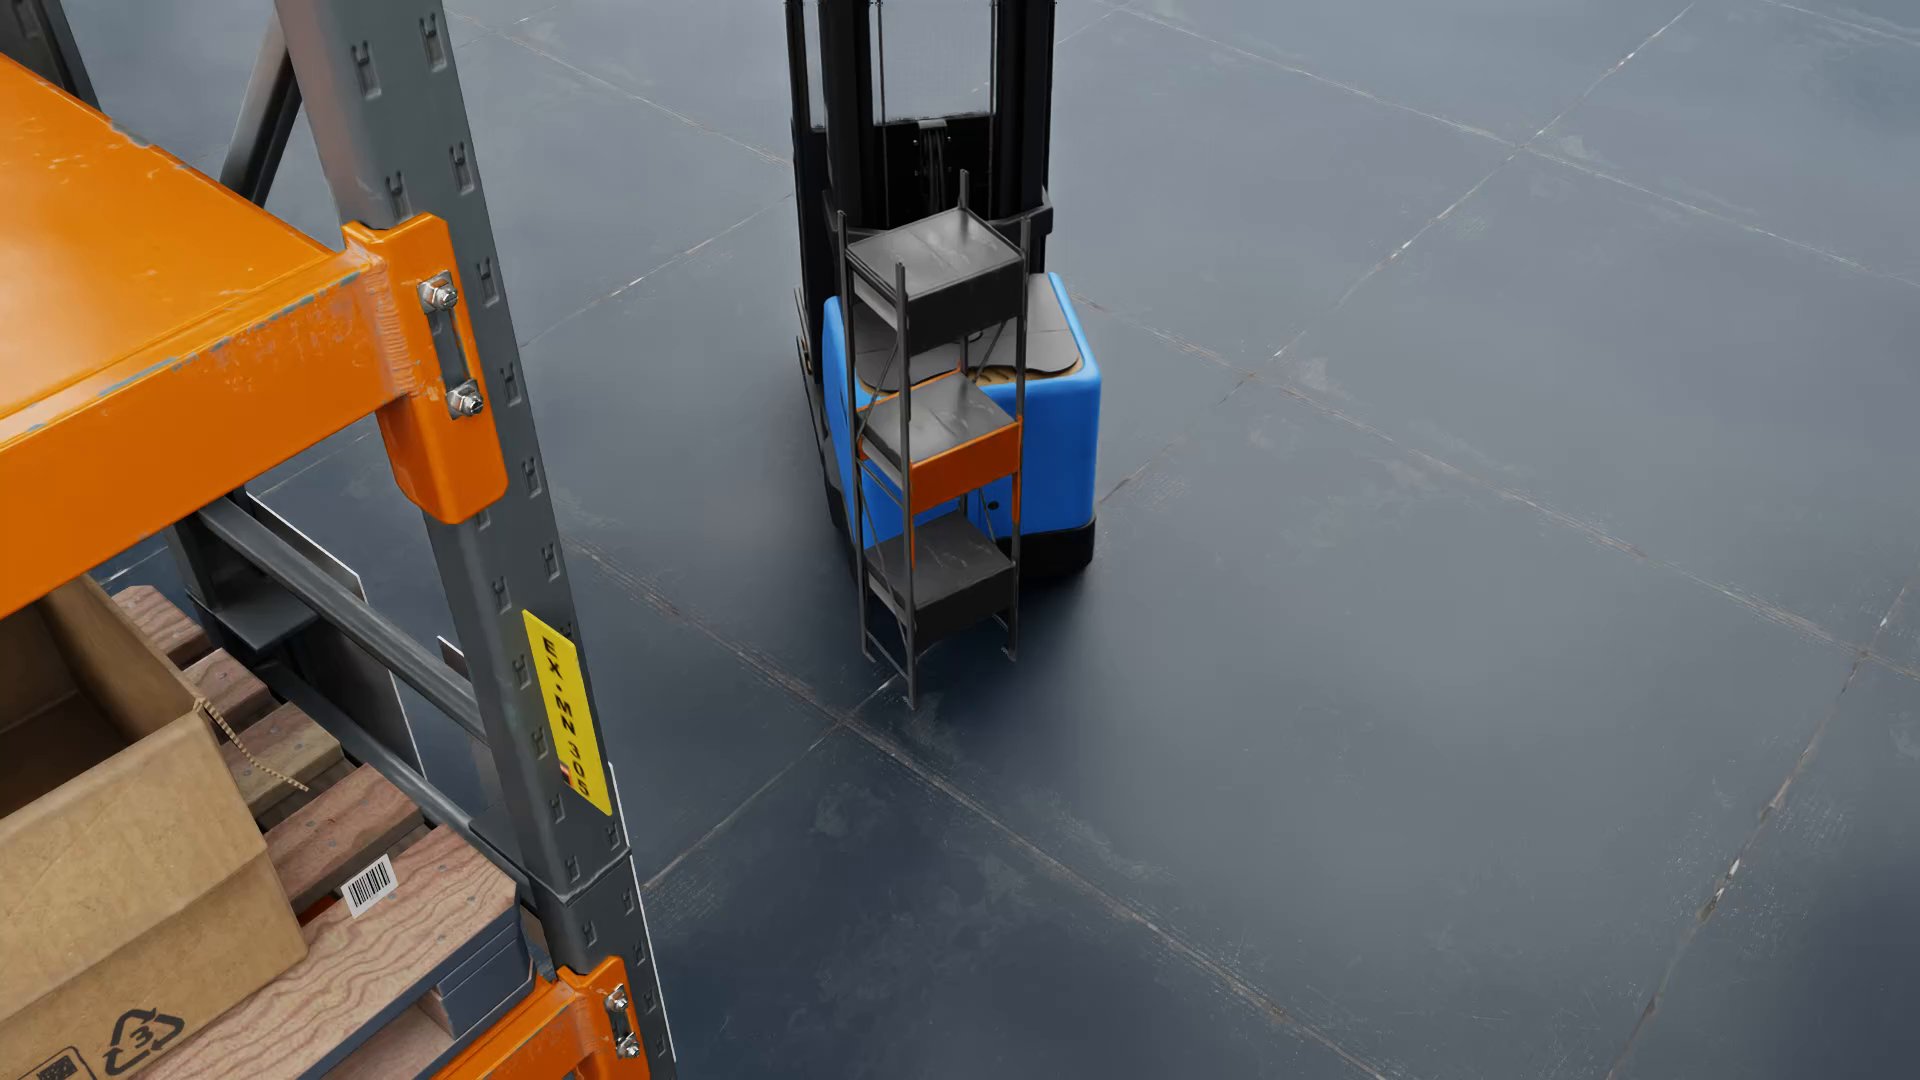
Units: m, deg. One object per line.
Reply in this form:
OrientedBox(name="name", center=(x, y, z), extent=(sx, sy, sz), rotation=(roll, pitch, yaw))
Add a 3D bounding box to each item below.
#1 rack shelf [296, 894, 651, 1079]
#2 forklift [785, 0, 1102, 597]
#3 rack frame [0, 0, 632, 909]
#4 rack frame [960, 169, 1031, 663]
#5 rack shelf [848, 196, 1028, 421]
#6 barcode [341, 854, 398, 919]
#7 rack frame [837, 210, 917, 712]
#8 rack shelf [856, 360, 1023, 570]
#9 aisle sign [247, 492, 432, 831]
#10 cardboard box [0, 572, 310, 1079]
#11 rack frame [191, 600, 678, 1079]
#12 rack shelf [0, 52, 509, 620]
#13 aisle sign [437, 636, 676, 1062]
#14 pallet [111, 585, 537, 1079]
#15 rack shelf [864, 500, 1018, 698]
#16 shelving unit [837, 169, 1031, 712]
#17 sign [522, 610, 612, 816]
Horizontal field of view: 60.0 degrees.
OrientedBox(name="rack shelf", center=(-2.196, 1.577, 1.773), extent=(1.077, 0.370, 4.000), rotation=(29, 50, 28))
OrientedBox(name="forklift", center=(-0.205, -1.844, 7.281), extent=(1.130, 2.935, 3.031), rotation=(-7, 43, -8))
OrientedBox(name="rack frame", center=(-0.908, -0.828, 1.654), extent=(1.000, 3.000, 0.127), rotation=(29, 50, 28))
OrientedBox(name="rack frame", center=(0.116, -0.383, 6.293), extent=(0.015, 2.100, 0.400), rotation=(-24, 47, -24))
OrientedBox(name="rack shelf", center=(-0.087, -0.801, 5.732), extent=(0.480, 0.518, 0.431), rotation=(-24, 47, -24))
OrientedBox(name="barcode", center=(-0.733, 0.431, 2.068), extent=(0.001, 0.075, 0.075), rotation=(29, 50, 28))
OrientedBox(name="rack frame", center=(-0.291, -0.202, 6.094), extent=(0.015, 2.100, 0.400), rotation=(-24, 47, -24))
OrientedBox(name="rack shelf", center=(-0.087, -0.283, 6.203), extent=(0.480, 0.518, 0.431), rotation=(-24, 47, -24))
OrientedBox(name="aisle sign", center=(-1.101, 0.263, 2.981), extent=(0.394, 0.787, 0.004), rotation=(29, 50, 28))
OrientedBox(name="cardboard box", center=(-1.281, 0.330, 2.117), extent=(0.797, 0.503, 0.637), rotation=(33, 52, 31))
OrientedBox(name="rack frame", center=(-0.908, 1.391, 3.673), extent=(1.000, 3.000, 0.127), rotation=(29, 50, 28))
OrientedBox(name="rack shelf", center=(-2.196, 0.616, 0.898), extent=(1.077, 0.370, 4.000), rotation=(29, 50, 28))
OrientedBox(name="aisle sign", center=(-0.641, 0.523, 2.695), extent=(0.394, 0.787, 0.004), rotation=(29, 50, 28))
OrientedBox(name="pallet", center=(-1.383, 0.667, 2.305), extent=(1.003, 0.211, 1.213), rotation=(29, 50, 28))
OrientedBox(name="rack shelf", center=(-0.087, 0.235, 6.674), extent=(0.480, 0.518, 0.431), rotation=(-24, 47, -24))
OrientedBox(name="shelving unit", center=(-0.087, -0.293, 6.193), extent=(0.503, 2.100, 0.431), rotation=(-24, 47, -24))
OrientedBox(name="sign", center=(-0.502, 0.225, 2.126), extent=(0.100, 0.325, 0.005), rotation=(29, 50, 28))
